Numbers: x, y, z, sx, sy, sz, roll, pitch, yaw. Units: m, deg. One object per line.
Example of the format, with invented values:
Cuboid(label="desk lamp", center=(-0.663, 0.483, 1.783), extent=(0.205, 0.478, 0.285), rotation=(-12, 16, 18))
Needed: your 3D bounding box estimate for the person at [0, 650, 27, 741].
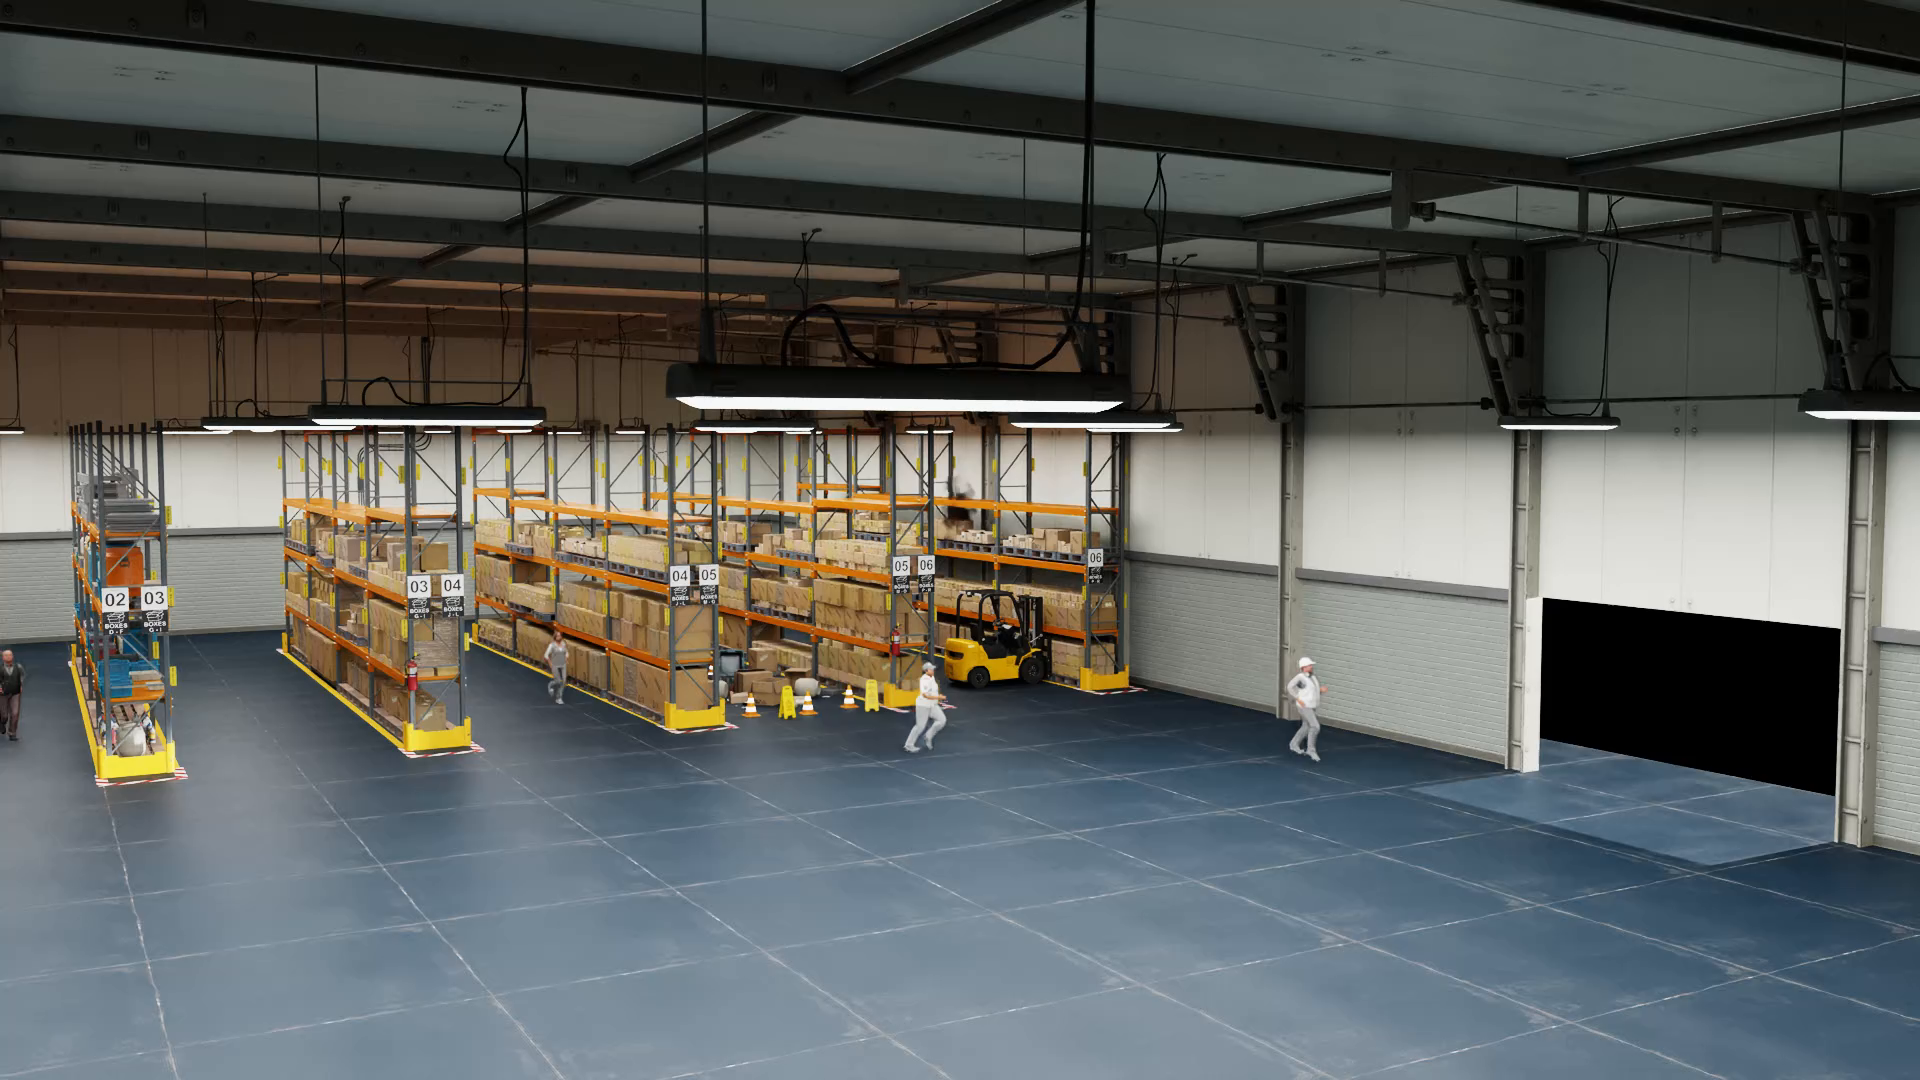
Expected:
Cuboid(label="person", center=(-17.955, 2.926, 31.388), extent=(0.670, 1.693, 0.820), rotation=(-3, 5, -40))

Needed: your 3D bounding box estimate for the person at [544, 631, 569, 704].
Cuboid(label="person", center=(-8.668, 2.744, 35.829), extent=(0.538, 1.548, 0.549), rotation=(-3, 4, -37))

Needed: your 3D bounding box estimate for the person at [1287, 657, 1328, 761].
Cuboid(label="person", center=(6.197, 3.007, 29.642), extent=(0.731, 1.831, 0.639), rotation=(3, 4, 36))

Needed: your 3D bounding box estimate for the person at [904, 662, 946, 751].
Cuboid(label="person", center=(-0.589, 3.019, 30.229), extent=(0.809, 1.618, 0.617), rotation=(1, 4, 23))
